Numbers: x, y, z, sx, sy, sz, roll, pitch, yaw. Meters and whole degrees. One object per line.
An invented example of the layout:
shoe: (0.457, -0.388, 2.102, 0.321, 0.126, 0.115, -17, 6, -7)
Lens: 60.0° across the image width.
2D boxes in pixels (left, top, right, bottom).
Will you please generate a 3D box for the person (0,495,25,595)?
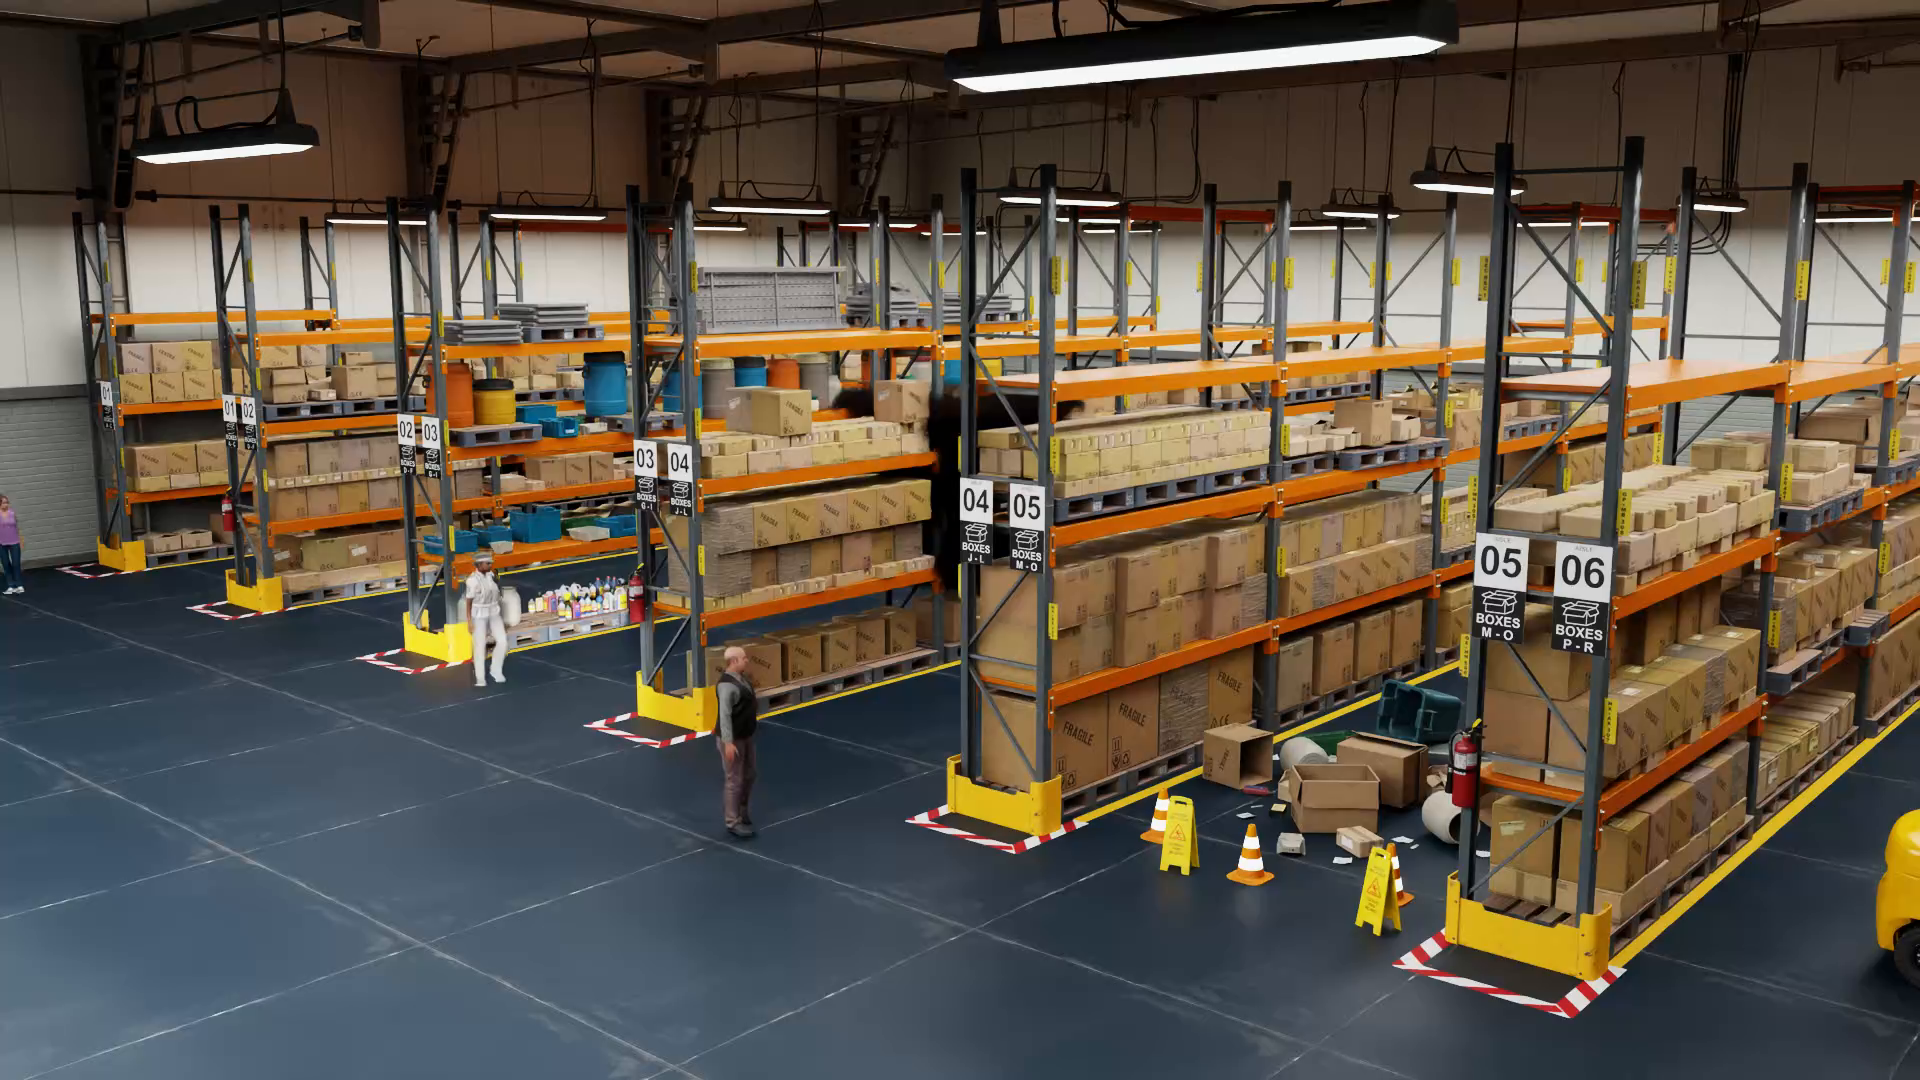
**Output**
person: (-14.952, 0.070, 26.094, 0.481, 1.598, 0.386, -6, 11, -30)

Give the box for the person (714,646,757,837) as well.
person: (-2.038, 1.856, 15.213, 0.387, 1.809, 0.606, 2, 10, 9)

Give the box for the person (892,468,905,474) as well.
person: (-1.105, -1.083, 32.390, 0.964, 1.746, 0.494, -9, 13, -43)

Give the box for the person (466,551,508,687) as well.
person: (-5.896, 0.981, 20.546, 0.369, 1.722, 0.569, 8, 13, 41)
